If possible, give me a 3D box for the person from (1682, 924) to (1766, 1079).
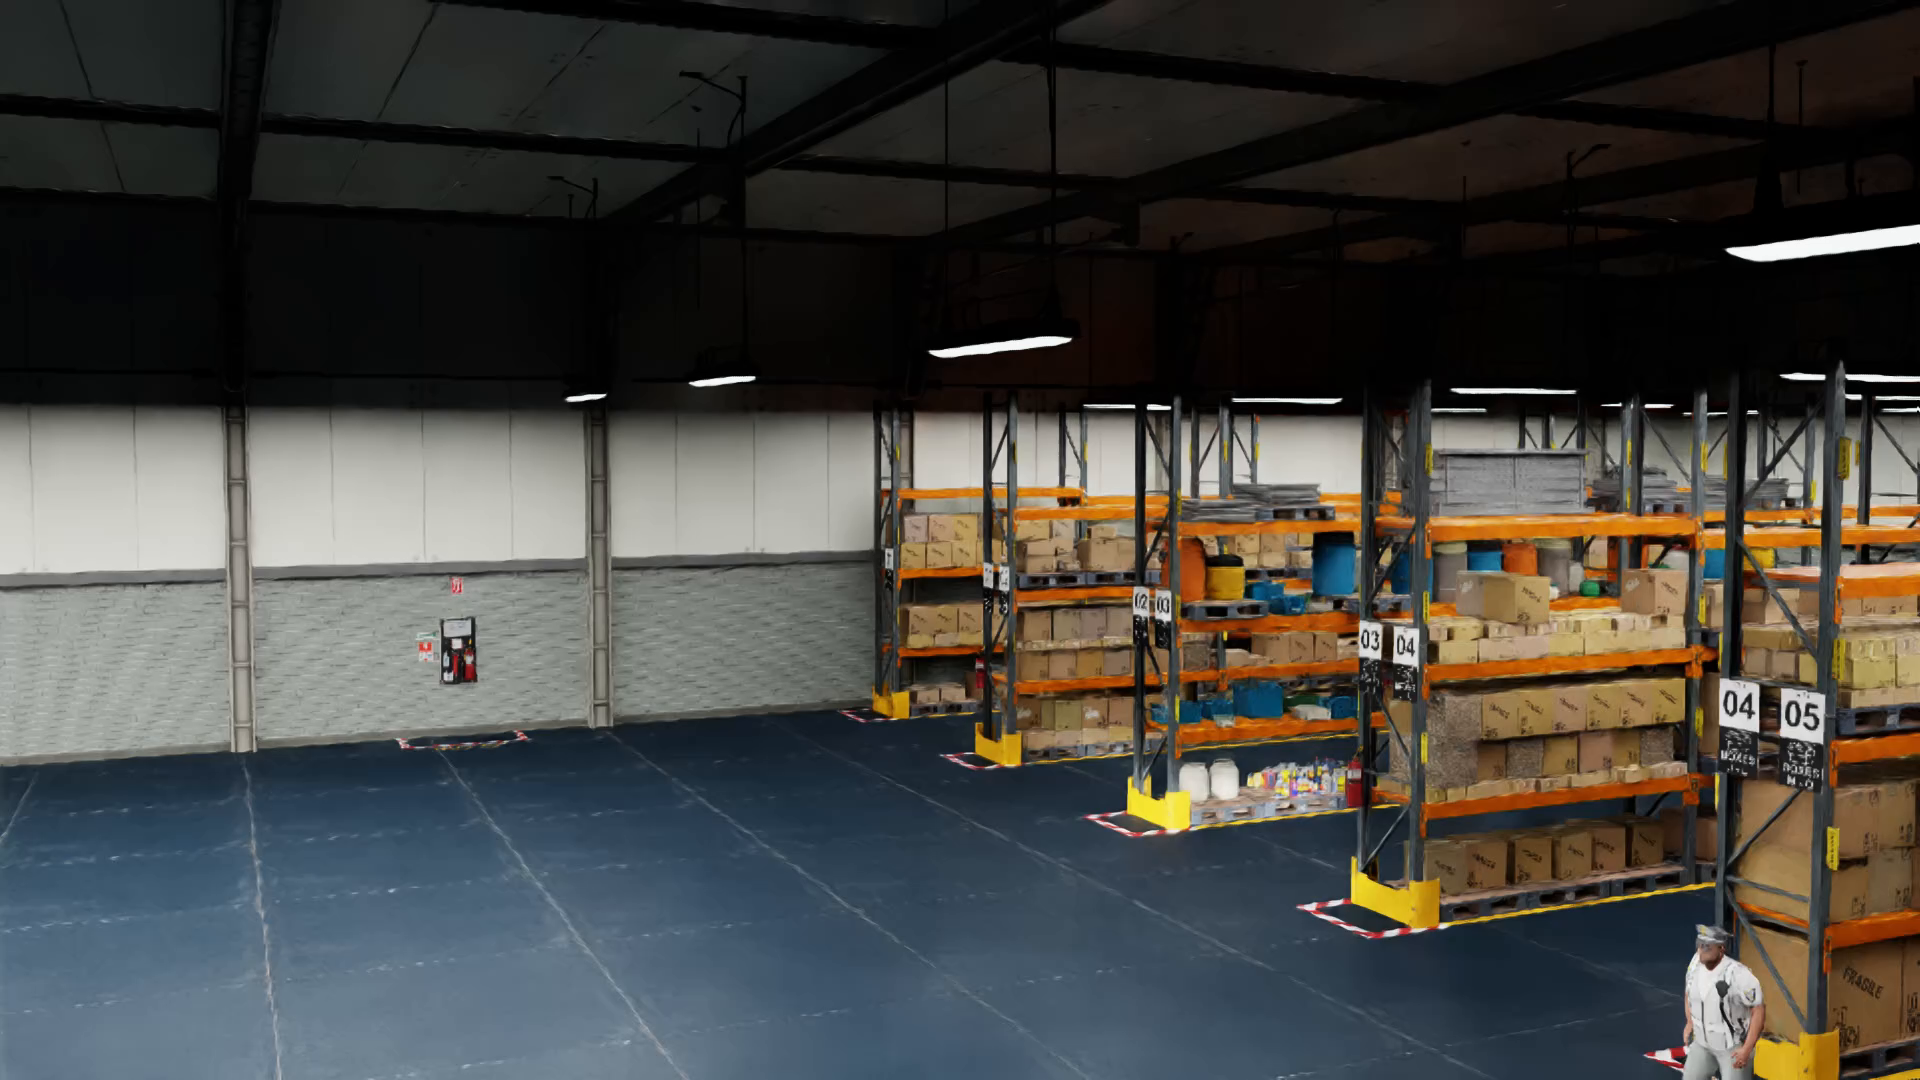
[{"bbox_3d":[5.526,3.608,12.054,0.538,1.714,0.683,-2,4,-26],"label":"person"}]
